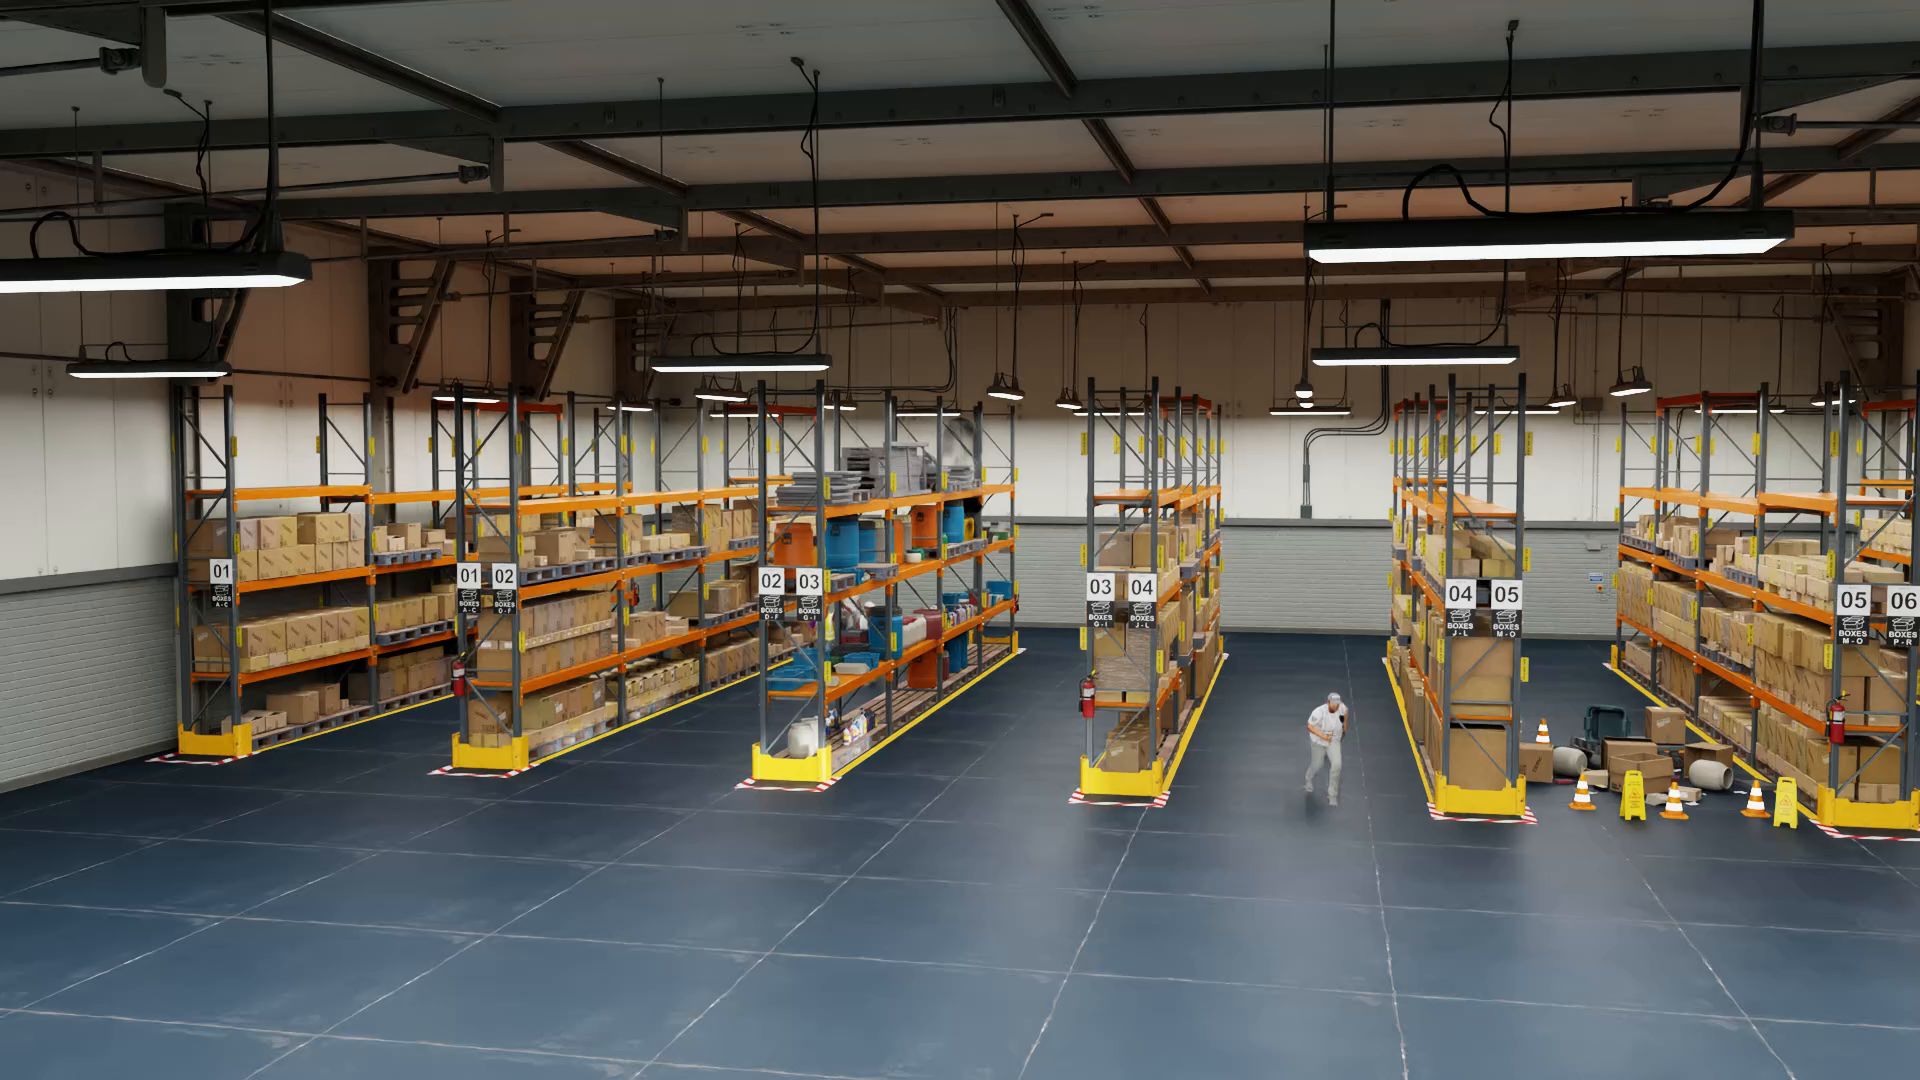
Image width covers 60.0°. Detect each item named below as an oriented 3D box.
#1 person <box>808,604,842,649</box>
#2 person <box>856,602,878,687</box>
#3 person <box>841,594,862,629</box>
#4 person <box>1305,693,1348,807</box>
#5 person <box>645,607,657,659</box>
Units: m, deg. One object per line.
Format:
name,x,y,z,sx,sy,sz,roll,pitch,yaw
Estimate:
person,-2.893,2.151,35.534,0.714,1.733,0.791,0,3,5
person,-1.890,2.186,34.765,0.677,1.813,0.794,1,3,9
person,-2.720,1.785,41.970,0.720,1.727,0.592,-3,4,-38
person,5.169,2.921,23.564,0.648,1.627,1.036,-1,3,-12
person,-6.610,2.218,35.895,0.544,1.559,0.641,0,3,7
